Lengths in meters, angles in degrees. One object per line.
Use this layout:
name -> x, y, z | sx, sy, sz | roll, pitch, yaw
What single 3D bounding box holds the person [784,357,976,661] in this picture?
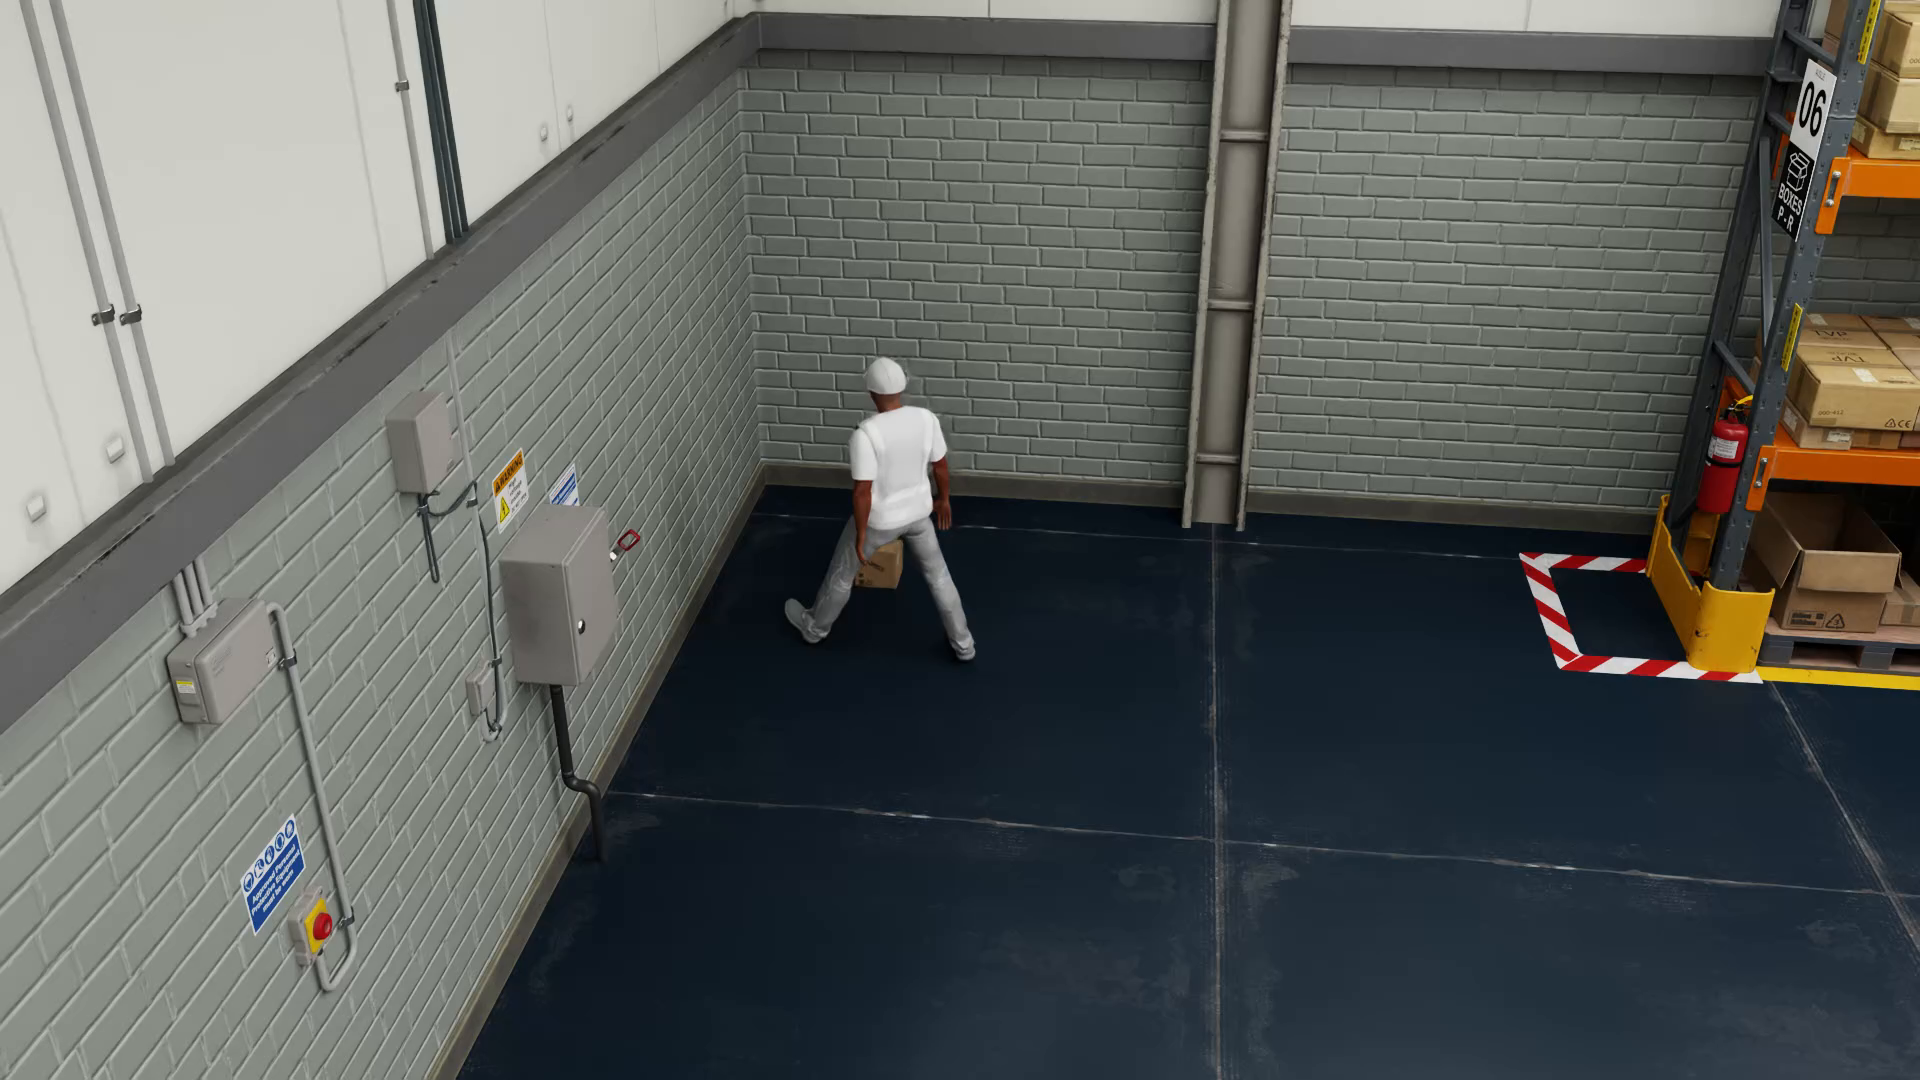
person -> -0.426, -0.179, 8.948 | 0.850, 1.703, 0.895 | -17, 32, -28
